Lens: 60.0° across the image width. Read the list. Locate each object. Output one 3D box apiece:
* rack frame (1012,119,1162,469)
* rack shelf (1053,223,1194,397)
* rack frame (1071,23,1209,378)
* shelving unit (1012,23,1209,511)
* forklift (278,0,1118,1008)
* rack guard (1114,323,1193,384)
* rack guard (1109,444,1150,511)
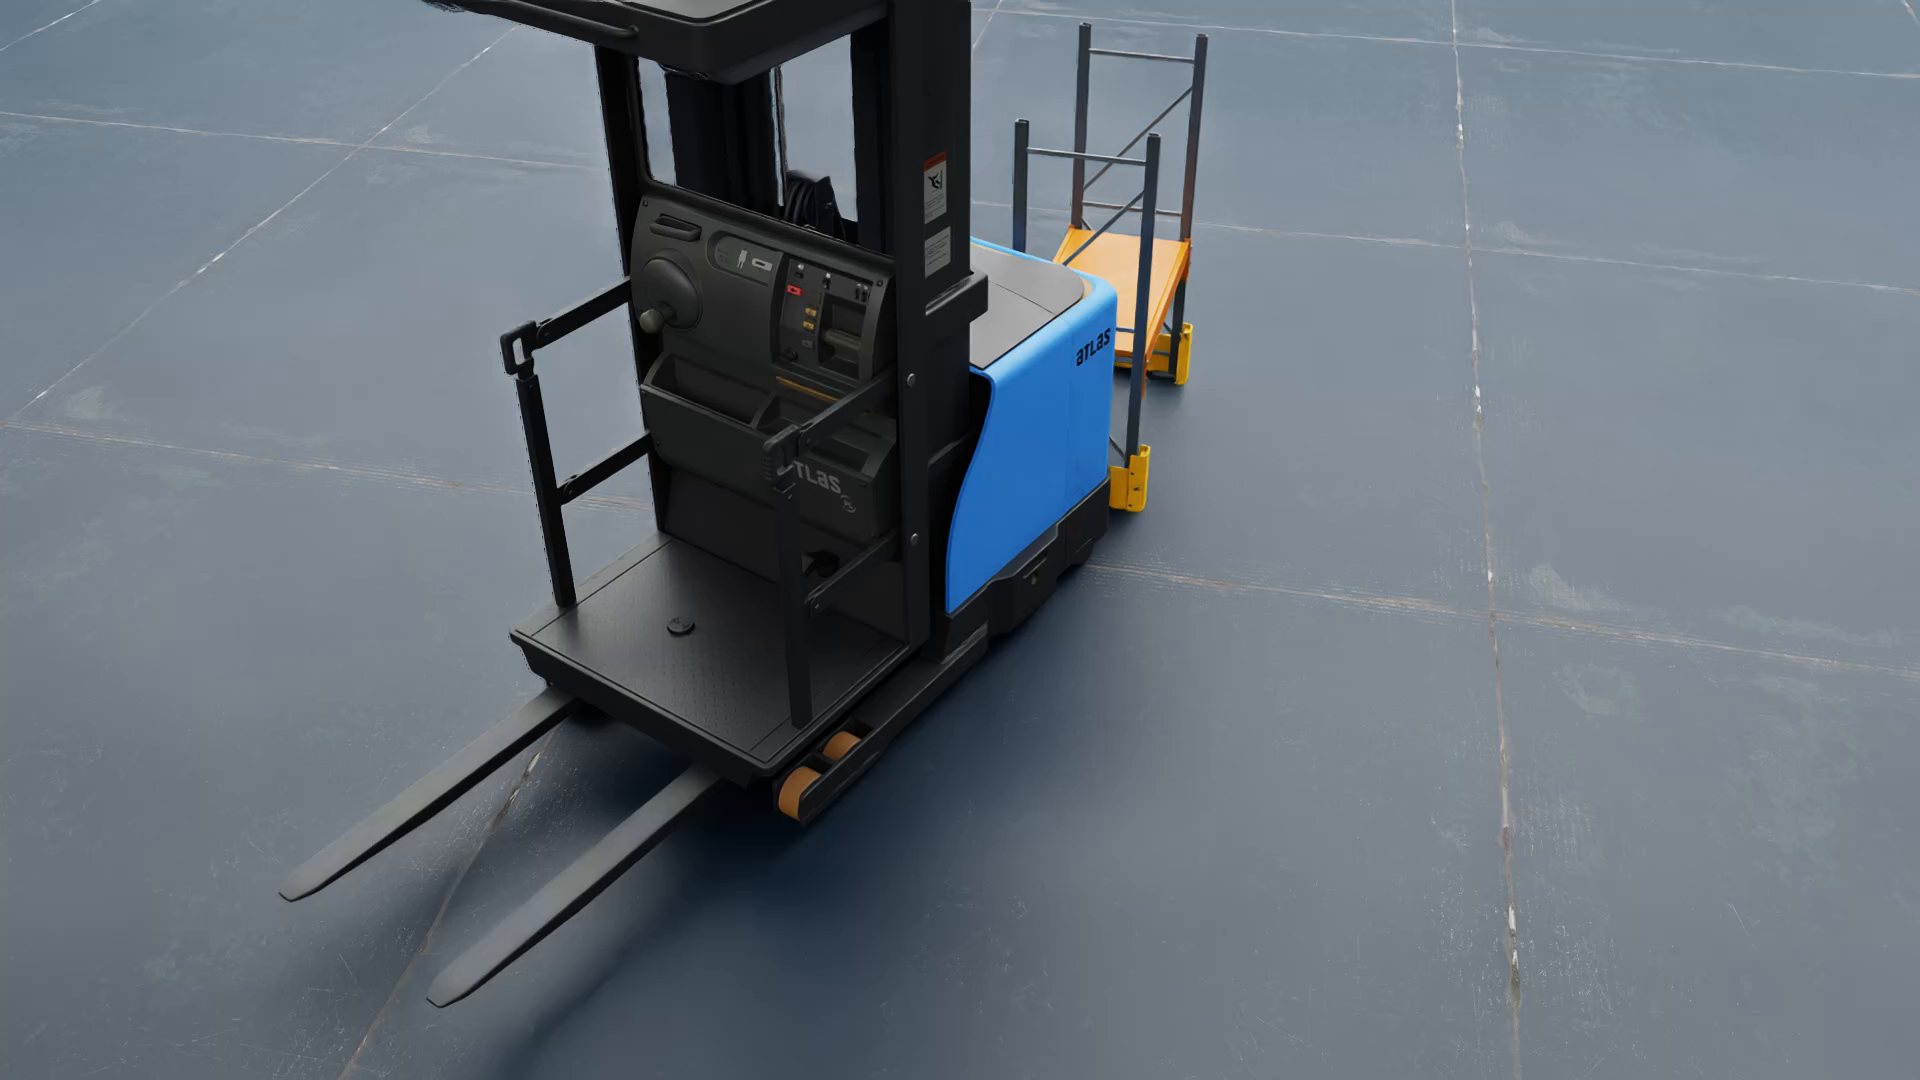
[{"bbox_3d":[0.431,-0.785,6.055,0.500,1.500,0.032,9,37,13],"label":"rack frame"},{"bbox_3d":[0.570,-0.926,6.556,0.538,0.185,1.000,9,37,13],"label":"rack shelf"},{"bbox_3d":[0.708,-1.359,6.847,0.500,1.500,0.032,9,37,13],"label":"rack frame"},{"bbox_3d":[0.567,-1.067,6.444,0.587,1.500,1.083,9,37,13],"label":"shelving unit"},{"bbox_3d":[-0.714,-0.653,4.653,1.130,2.935,3.031,23,42,28],"label":"forklift"},{"bbox_3d":[0.702,-0.842,7.198,0.587,0.250,0.087,9,37,13],"label":"rack guard"},{"bbox_3d":[0.432,-0.279,6.422,0.587,0.250,0.087,9,37,13],"label":"rack guard"}]
